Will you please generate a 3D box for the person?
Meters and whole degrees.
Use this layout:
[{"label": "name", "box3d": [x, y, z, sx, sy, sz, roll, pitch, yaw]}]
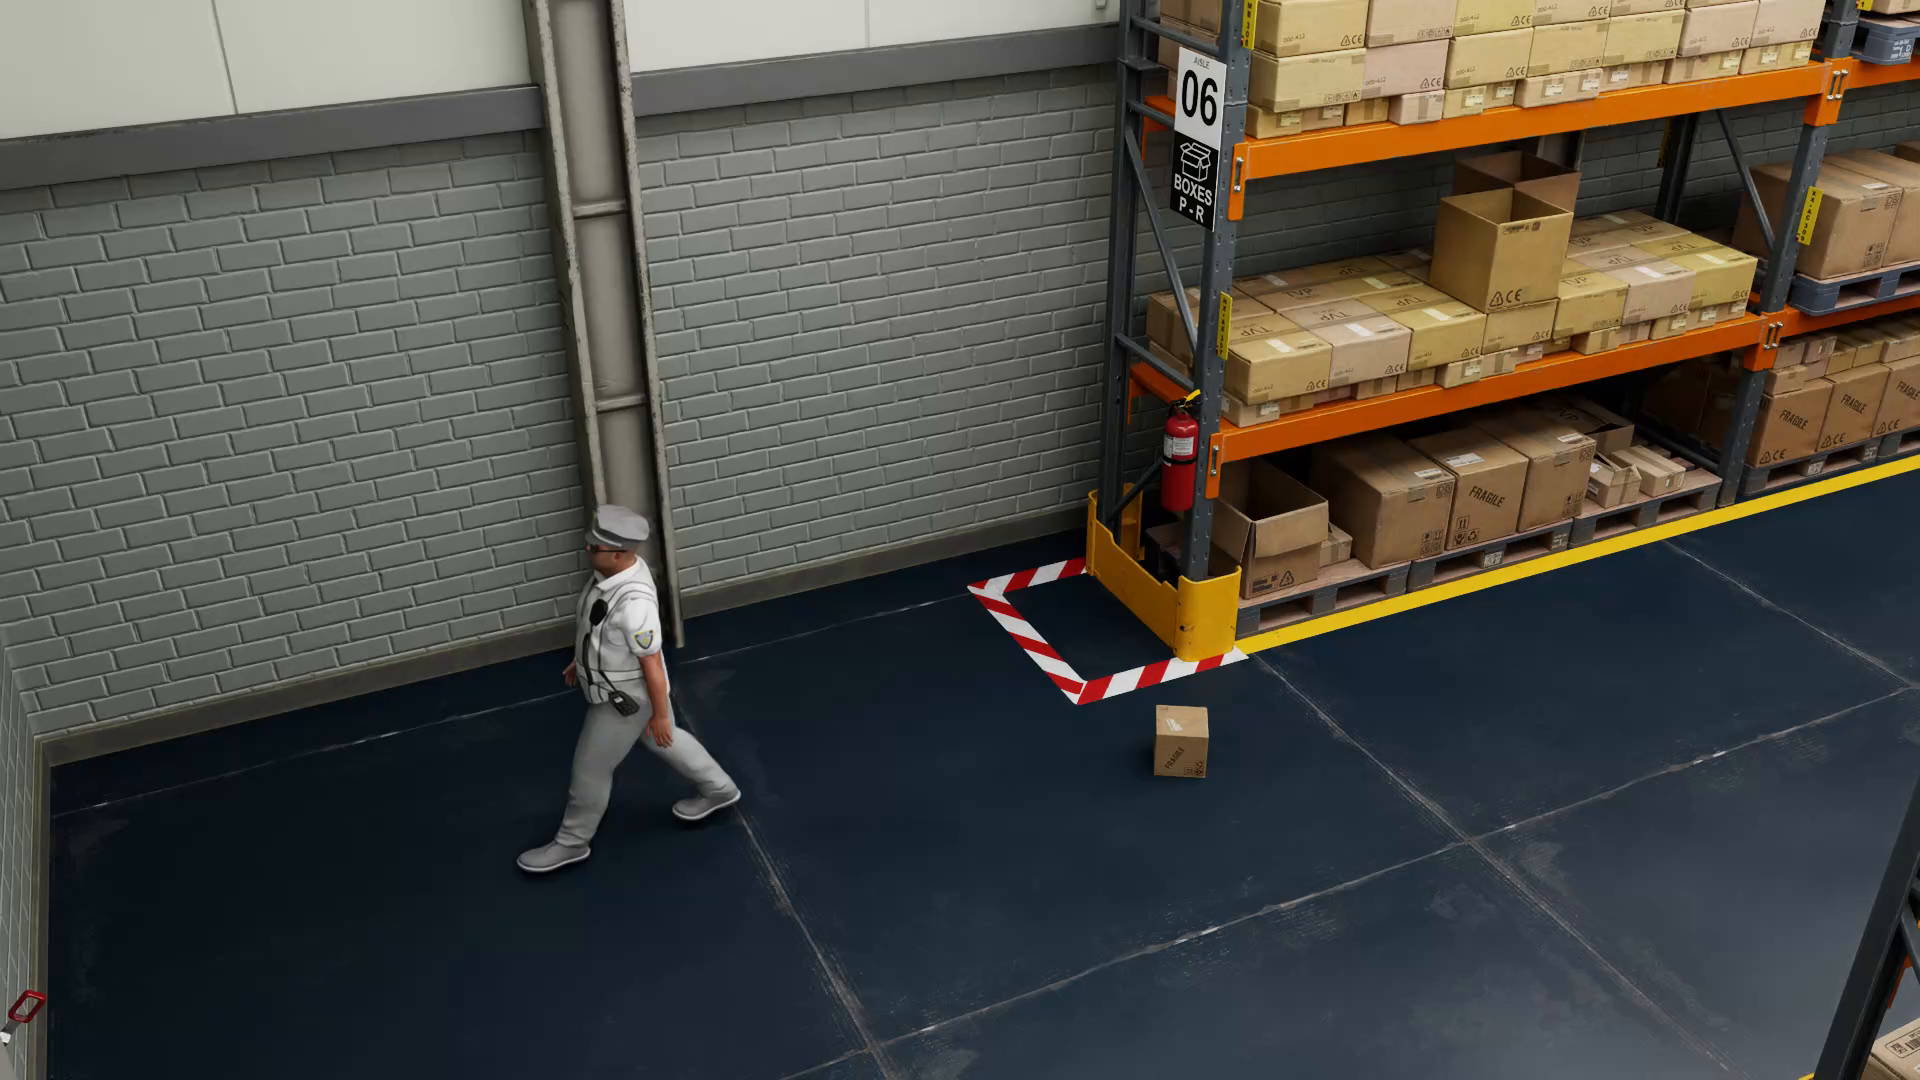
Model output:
[{"label": "person", "box3d": [-1.524, 0.618, 7.315, 1.040, 1.722, 0.564, -7, 30, -13]}]
